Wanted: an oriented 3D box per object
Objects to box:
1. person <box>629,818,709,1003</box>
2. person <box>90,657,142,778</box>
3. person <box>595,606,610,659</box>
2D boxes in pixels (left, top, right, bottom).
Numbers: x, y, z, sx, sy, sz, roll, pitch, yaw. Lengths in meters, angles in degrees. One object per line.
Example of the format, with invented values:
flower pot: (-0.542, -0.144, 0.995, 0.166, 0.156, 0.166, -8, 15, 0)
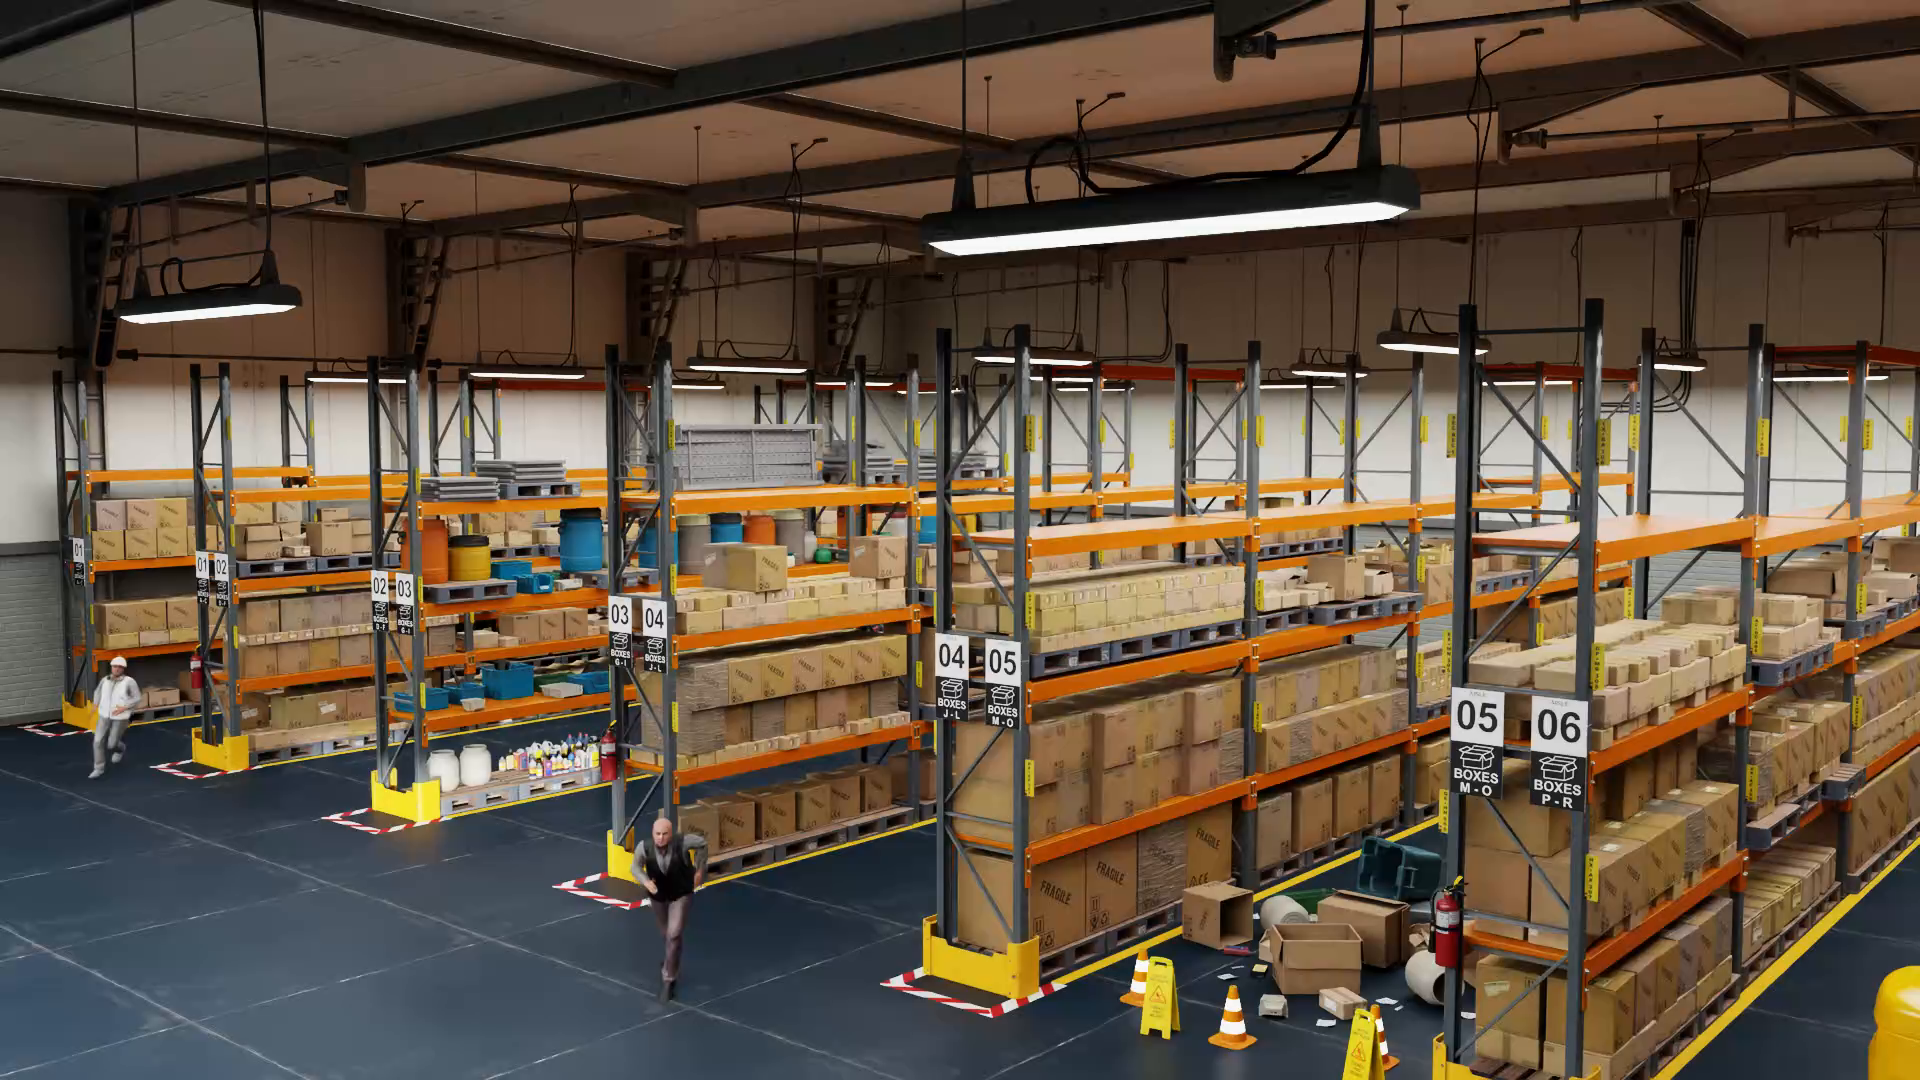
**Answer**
person: (-2.631, 3.280, 15.163, 0.701, 1.682, 0.991, 0, 4, -3)
person: (-12.333, 2.564, 24.348, 0.704, 1.735, 0.765, 0, 4, -5)
person: (-7.043, 2.026, 33.223, 0.585, 1.489, 0.852, 2, 4, 23)
